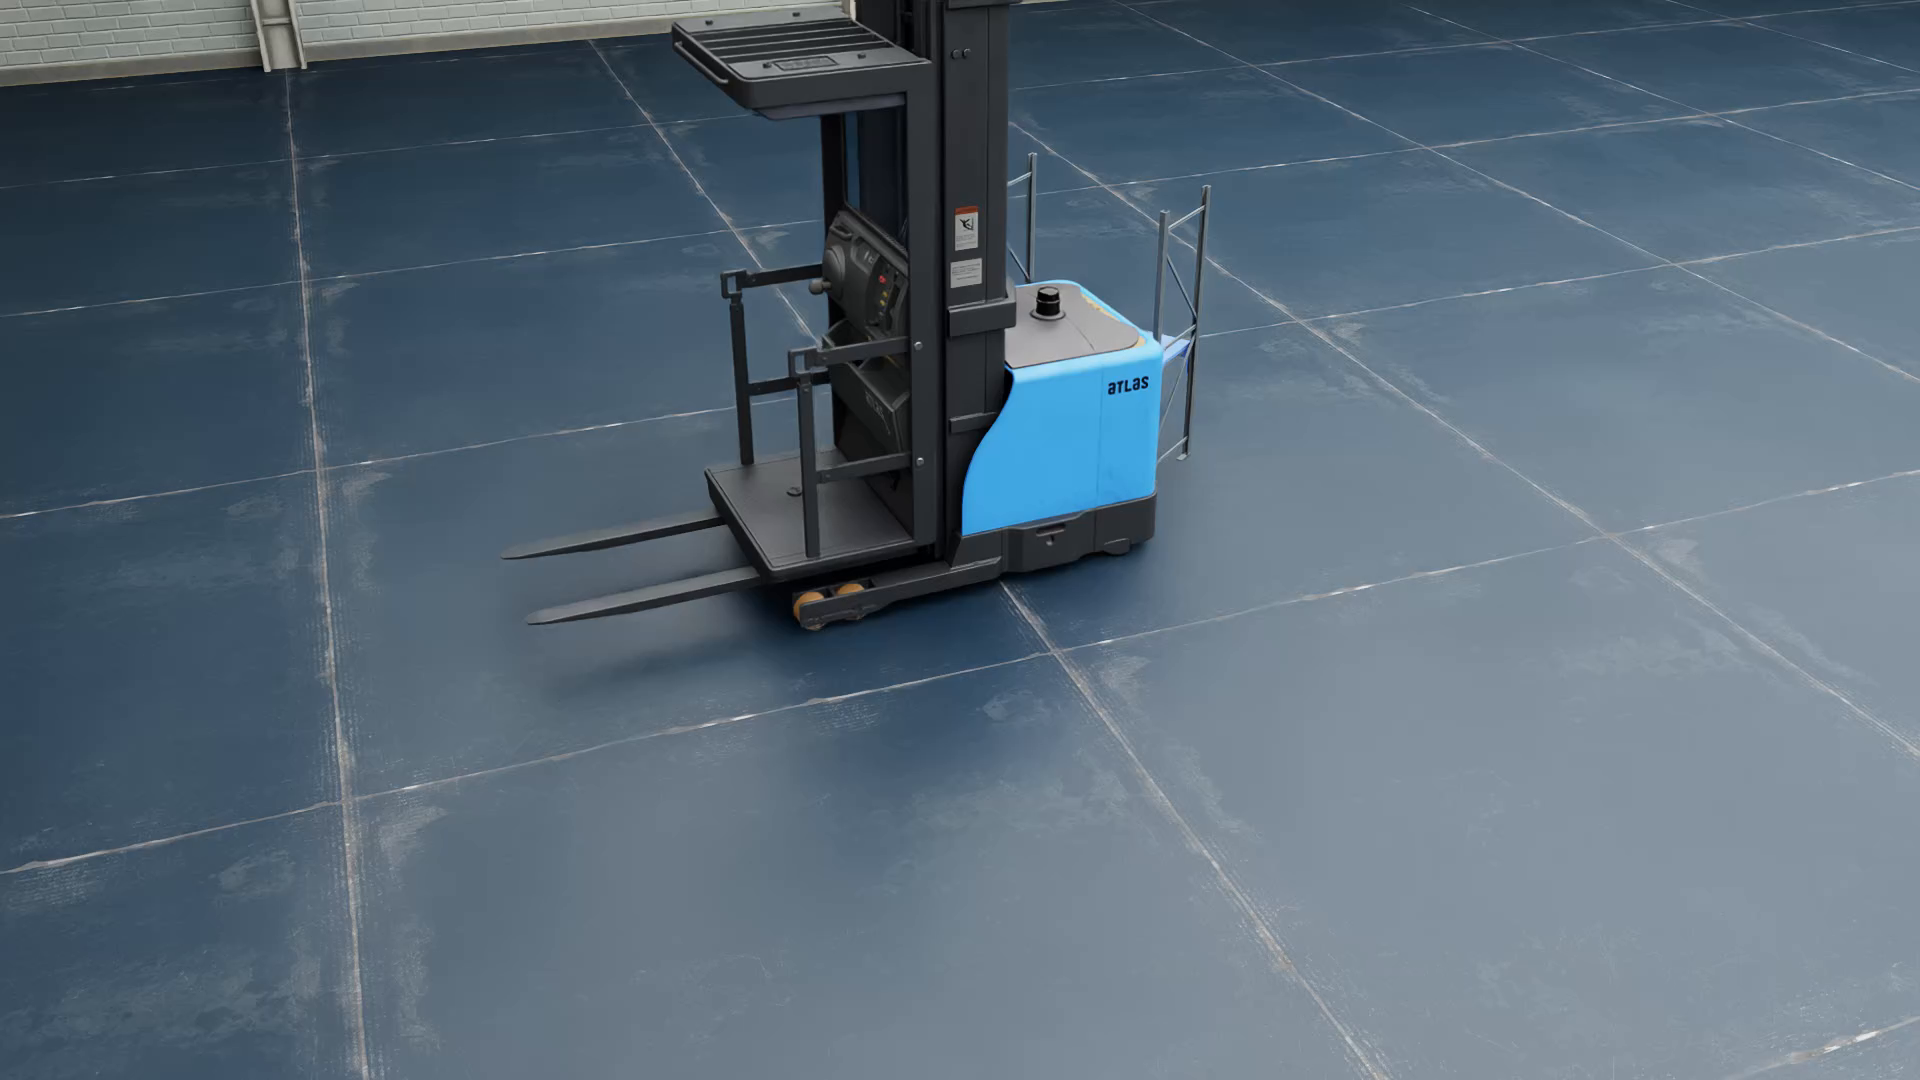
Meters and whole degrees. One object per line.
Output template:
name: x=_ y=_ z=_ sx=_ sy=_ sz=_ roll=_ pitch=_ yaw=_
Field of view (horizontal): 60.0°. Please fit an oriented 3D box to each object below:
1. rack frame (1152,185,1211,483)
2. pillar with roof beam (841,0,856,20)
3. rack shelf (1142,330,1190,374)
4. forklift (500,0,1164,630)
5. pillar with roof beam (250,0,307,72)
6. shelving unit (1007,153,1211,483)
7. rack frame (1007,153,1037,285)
rack frame: x=1.110 y=-1.024 z=8.532 sx=0.032 sy=1.500 sz=0.500 roll=18 pitch=34 yaw=28
pillar with roof beam: x=0.435 y=-7.645 z=12.578 sx=0.400 sy=9.000 sz=9.100 roll=-10 pitch=31 yaw=-18
rack shelf: x=0.684 y=-1.005 z=8.862 sx=1.000 sy=0.185 sz=0.538 roll=18 pitch=34 yaw=28
forklift: x=-0.607 y=-1.166 z=7.335 sx=3.031 sy=2.935 sz=1.130 roll=-12 pitch=32 yaw=-20
pillar with roof beam: x=-5.189 y=-6.609 z=10.761 sx=0.400 sy=9.000 sz=9.100 roll=-10 pitch=31 yaw=-18
shelving unit: x=0.684 y=-1.161 z=8.773 sx=1.048 sy=1.500 sz=0.538 roll=18 pitch=34 yaw=28
rack frame: x=0.258 y=-1.299 z=9.014 sx=0.032 sy=1.500 sz=0.500 roll=18 pitch=34 yaw=28
